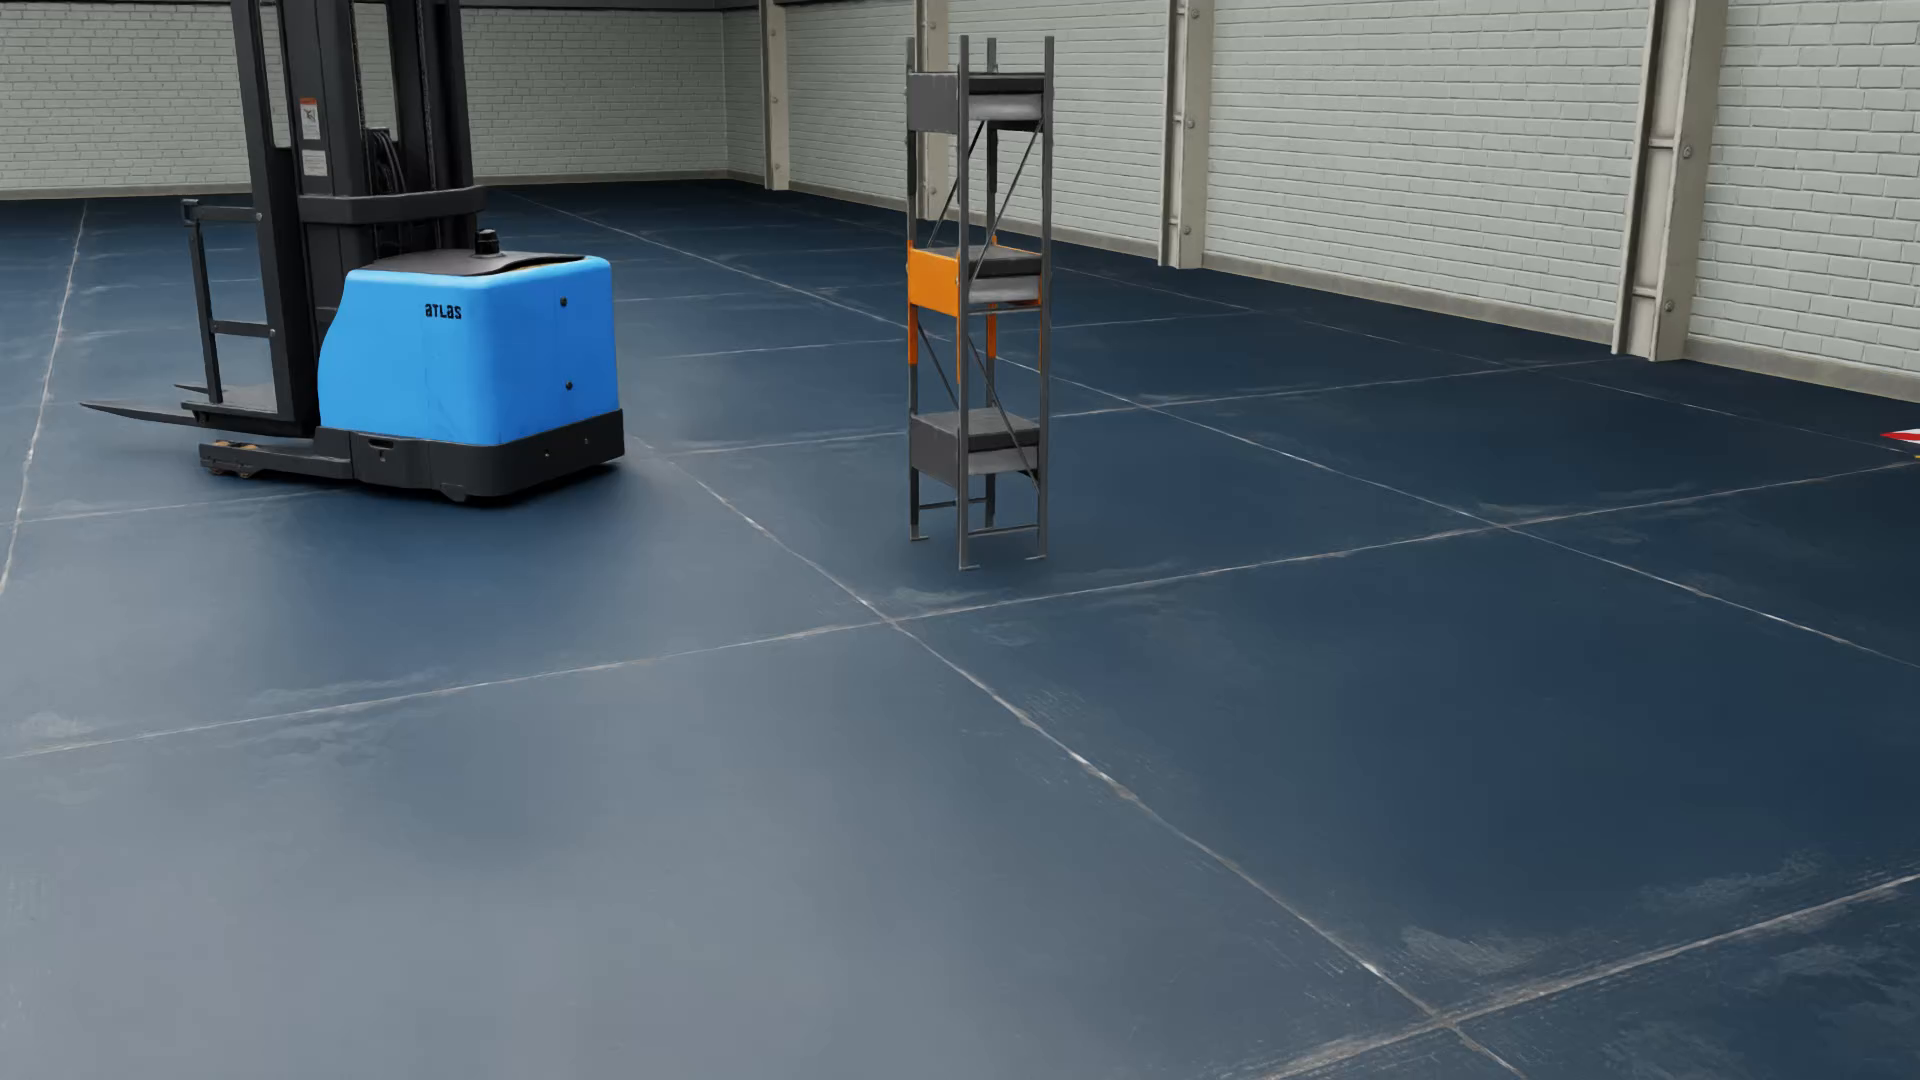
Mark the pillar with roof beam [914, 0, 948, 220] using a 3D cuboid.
[{"bbox_3d":[-4.241,-8.090,19.127,9.100,9.000,0.400,-8,18,-25],"label":"pillar with roof beam"}]

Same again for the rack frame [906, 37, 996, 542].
[{"bbox_3d":[-0.034,-1.029,7.029,0.400,2.100,0.015,-8,18,-25],"label":"rack frame"}]

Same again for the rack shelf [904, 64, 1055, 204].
[{"bbox_3d":[0.073,-1.628,6.629,0.431,0.518,0.480,-8,18,-25],"label":"rack shelf"}]

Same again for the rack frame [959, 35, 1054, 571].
[{"bbox_3d":[0.179,-0.908,6.607,0.400,2.100,0.015,-8,18,-25],"label":"rack frame"}]

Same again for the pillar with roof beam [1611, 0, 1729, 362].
[{"bbox_3d":[1.016,-5.114,8.758,9.100,9.000,0.400,-8,18,-25],"label":"pillar with roof beam"}]

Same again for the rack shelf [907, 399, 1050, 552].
[{"bbox_3d":[0.073,-0.282,7.015,0.431,0.518,0.480,-8,18,-25],"label":"rack shelf"}]

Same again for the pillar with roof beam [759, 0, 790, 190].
[{"bbox_3d":[-6.870,-9.577,24.311,9.100,9.000,0.400,-8,18,-25],"label":"pillar with roof beam"}]

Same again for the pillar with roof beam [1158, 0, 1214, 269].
[{"bbox_3d":[-1.613,-6.602,13.942,9.100,9.000,0.400,-8,18,-25],"label":"pillar with roof beam"}]

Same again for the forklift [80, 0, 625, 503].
[{"bbox_3d":[-3.275,-1.841,8.352,3.031,2.935,1.130,8,18,24],"label":"forklift"}]

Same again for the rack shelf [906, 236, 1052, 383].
[{"bbox_3d":[0.073,-0.955,6.822,0.431,0.518,0.480,-8,18,-25],"label":"rack shelf"}]

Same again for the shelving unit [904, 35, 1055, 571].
[{"bbox_3d":[0.073,-0.968,6.818,0.431,2.100,0.503,-8,18,-25],"label":"shelving unit"}]
